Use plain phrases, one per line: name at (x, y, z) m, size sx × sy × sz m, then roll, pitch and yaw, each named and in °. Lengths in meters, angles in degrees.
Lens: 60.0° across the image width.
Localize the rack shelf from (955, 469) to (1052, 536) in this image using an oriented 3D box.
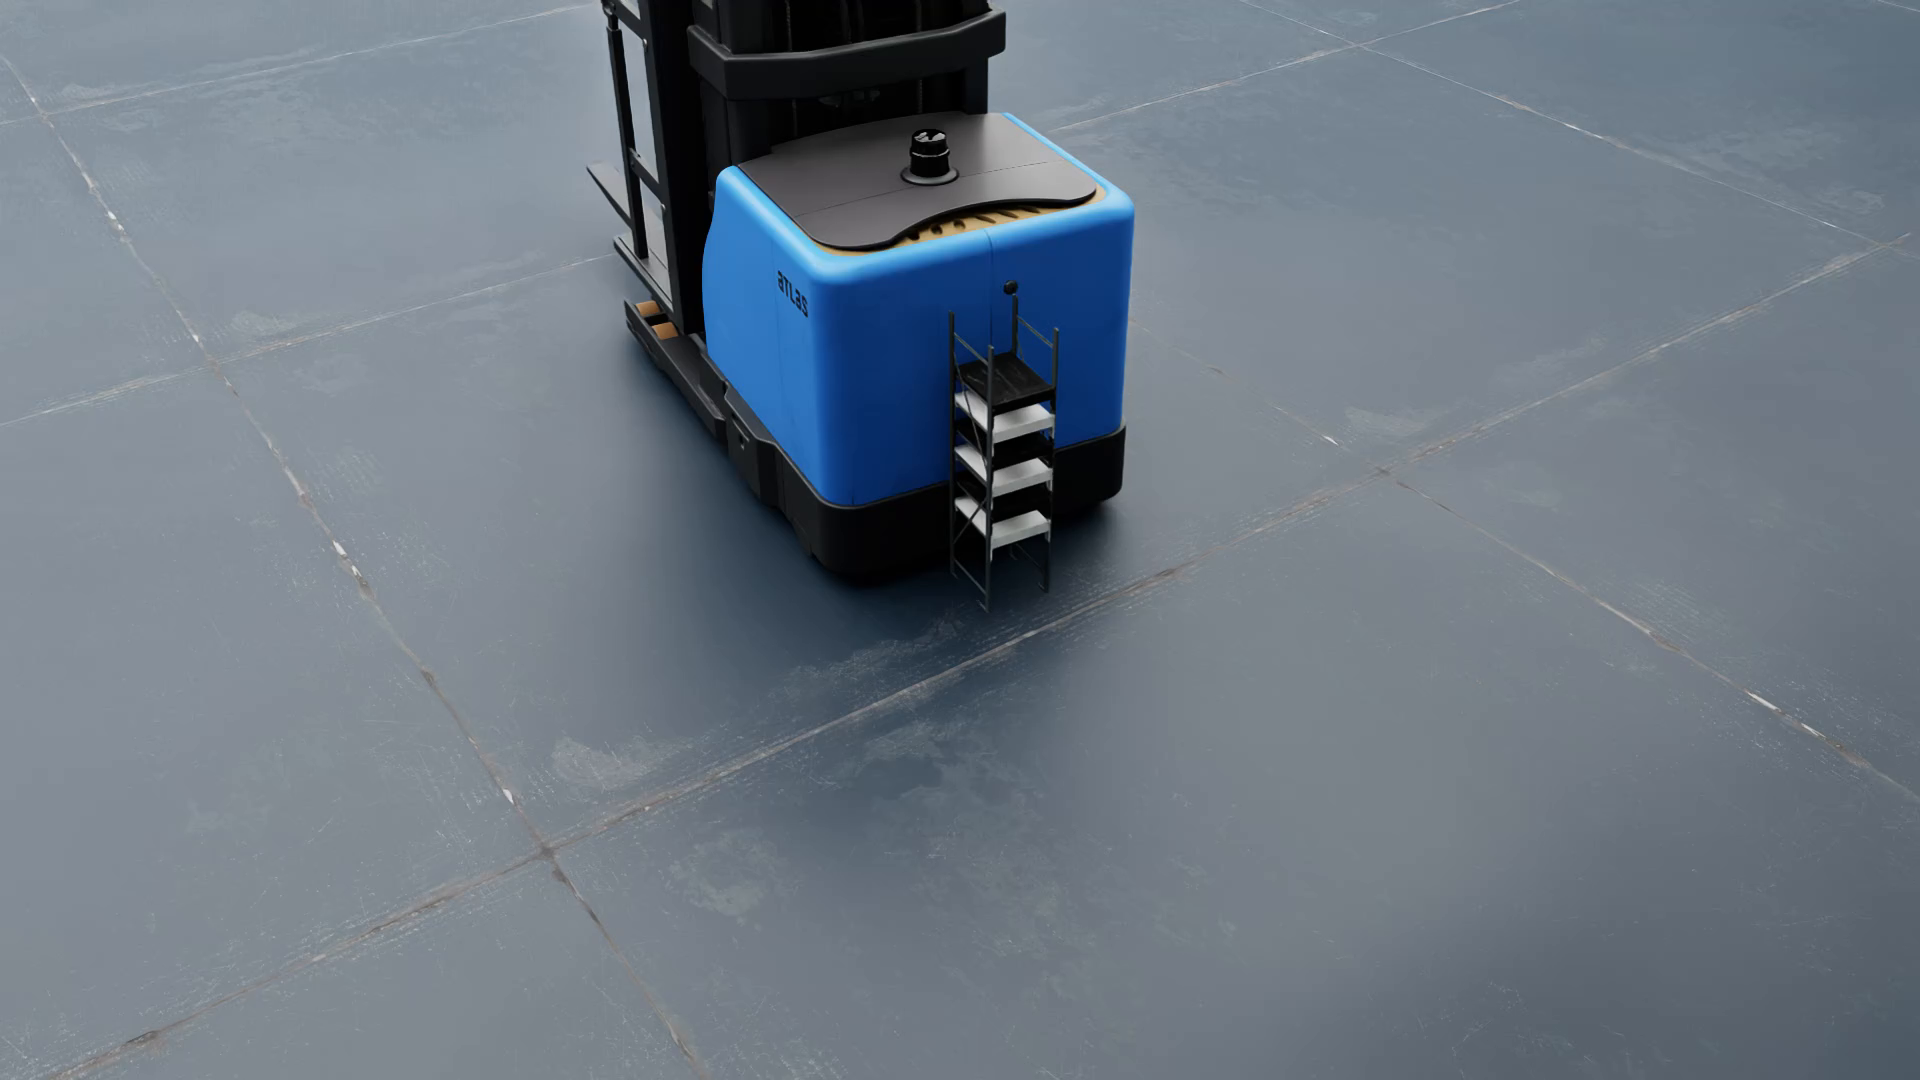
rack shelf at (0.119, -0.134, 4.877) m, size 0.200 × 0.077 × 0.258 m, roll -18°, pitch 39°, yaw -23°

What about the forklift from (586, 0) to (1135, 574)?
forklift at (-0.602, -1.932, 5.426) m, size 1.130 × 2.935 × 3.031 m, roll -17°, pitch 39°, yaw -22°

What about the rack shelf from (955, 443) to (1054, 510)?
rack shelf at (0.119, -0.207, 4.825) m, size 0.200 × 0.077 × 0.258 m, roll -18°, pitch 39°, yaw -23°

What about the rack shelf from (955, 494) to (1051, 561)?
rack shelf at (0.119, -0.061, 4.930) m, size 0.200 × 0.077 × 0.258 m, roll -18°, pitch 39°, yaw -23°

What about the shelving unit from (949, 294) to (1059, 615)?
shelving unit at (0.119, -0.234, 4.805) m, size 0.210 × 0.900 × 0.258 m, roll -18°, pitch 39°, yaw -23°

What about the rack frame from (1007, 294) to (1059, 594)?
rack frame at (0.208, -0.263, 4.845) m, size 0.006 × 0.900 × 0.240 m, roll -18°, pitch 39°, yaw -23°

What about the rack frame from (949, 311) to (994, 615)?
rack frame at (0.030, -0.206, 4.766) m, size 0.006 × 0.900 × 0.240 m, roll -18°, pitch 39°, yaw -23°

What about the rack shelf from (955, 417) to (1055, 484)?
rack shelf at (0.119, -0.280, 4.772) m, size 0.200 × 0.077 × 0.258 m, roll -18°, pitch 39°, yaw -23°

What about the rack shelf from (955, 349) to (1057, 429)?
rack shelf at (0.119, -0.427, 4.667) m, size 0.200 × 0.077 × 0.258 m, roll -18°, pitch 39°, yaw -23°

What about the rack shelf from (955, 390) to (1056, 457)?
rack shelf at (0.119, -0.353, 4.720) m, size 0.200 × 0.077 × 0.258 m, roll -18°, pitch 39°, yaw -23°
